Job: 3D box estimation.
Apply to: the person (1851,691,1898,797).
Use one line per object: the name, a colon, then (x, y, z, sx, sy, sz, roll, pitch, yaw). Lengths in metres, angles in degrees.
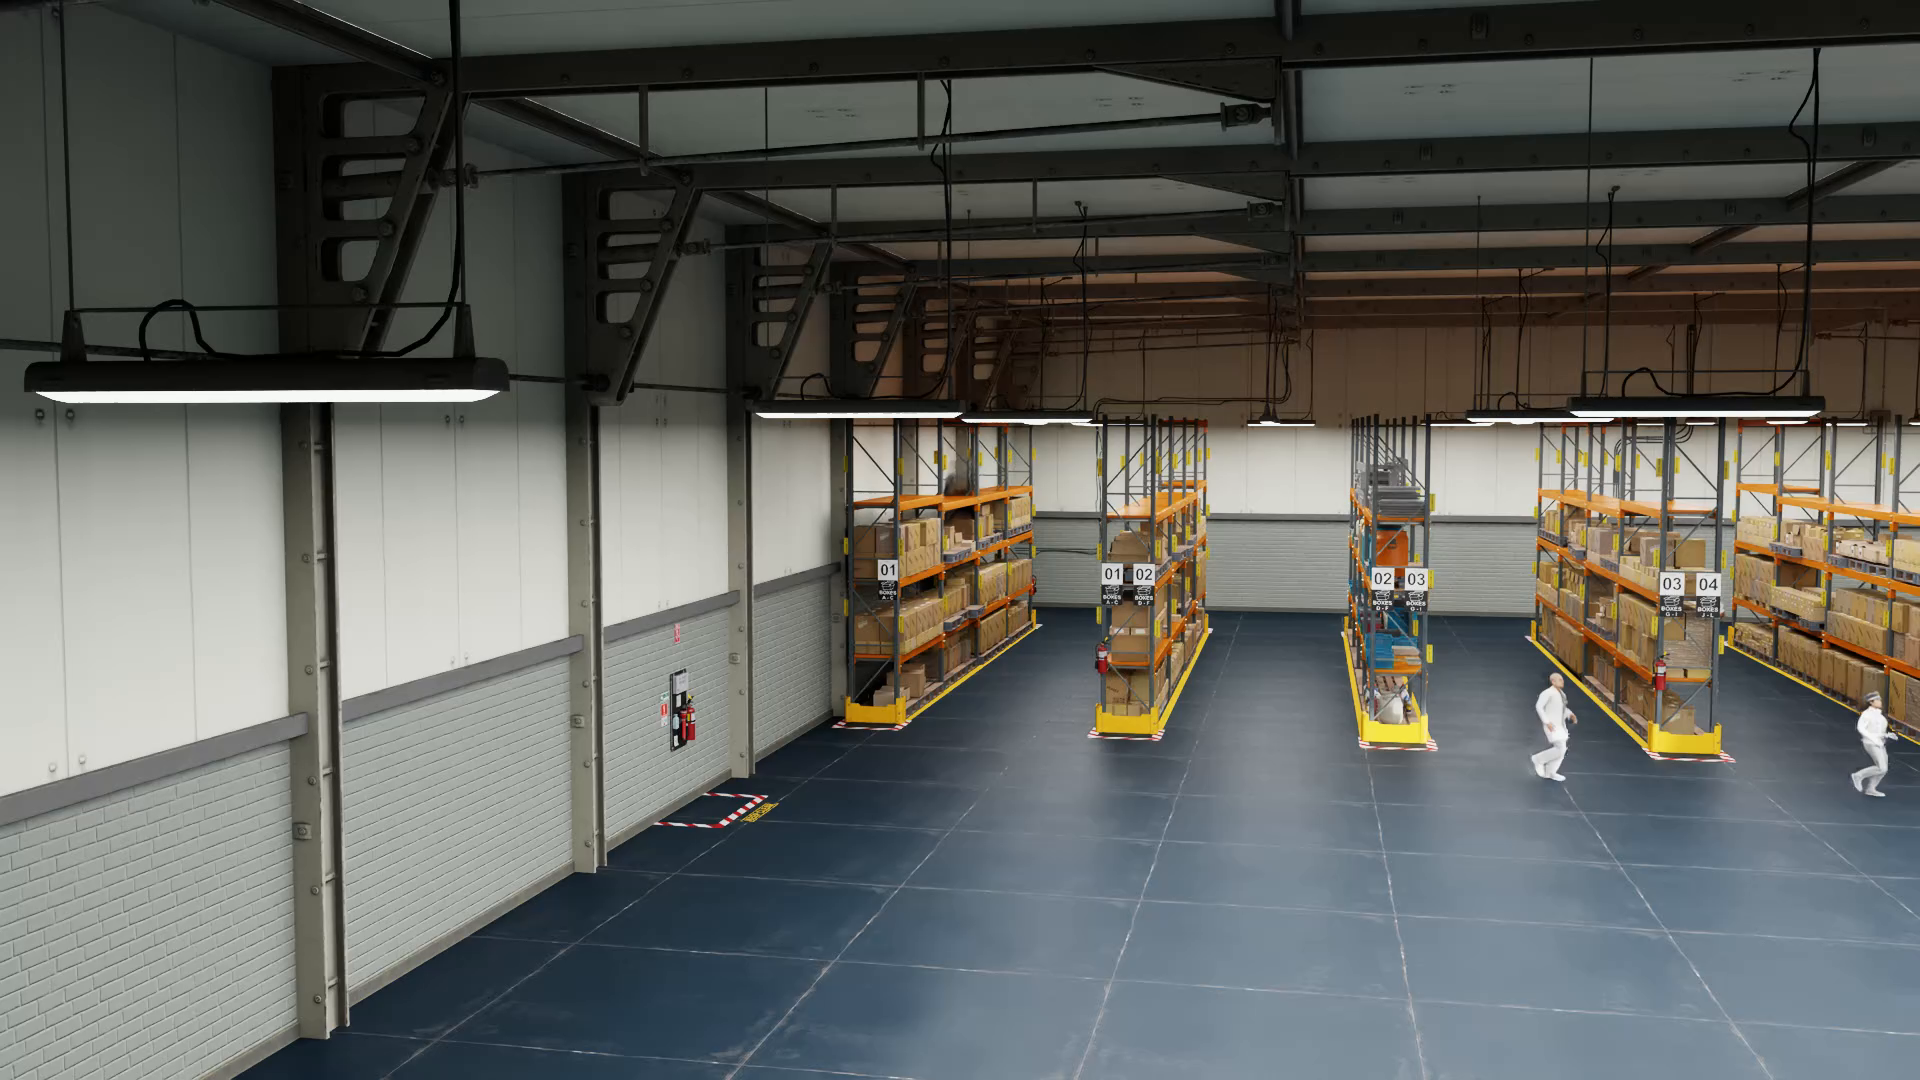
person: (14.250, 3.169, 25.905, 0.614, 1.648, 0.569, -4, 5, -43)

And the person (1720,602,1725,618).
person: (18.578, 2.113, 41.182, 0.665, 1.766, 0.679, 1, 4, 16)

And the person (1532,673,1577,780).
person: (9.719, 3.044, 27.187, 0.633, 1.747, 0.727, 3, 5, 41)
